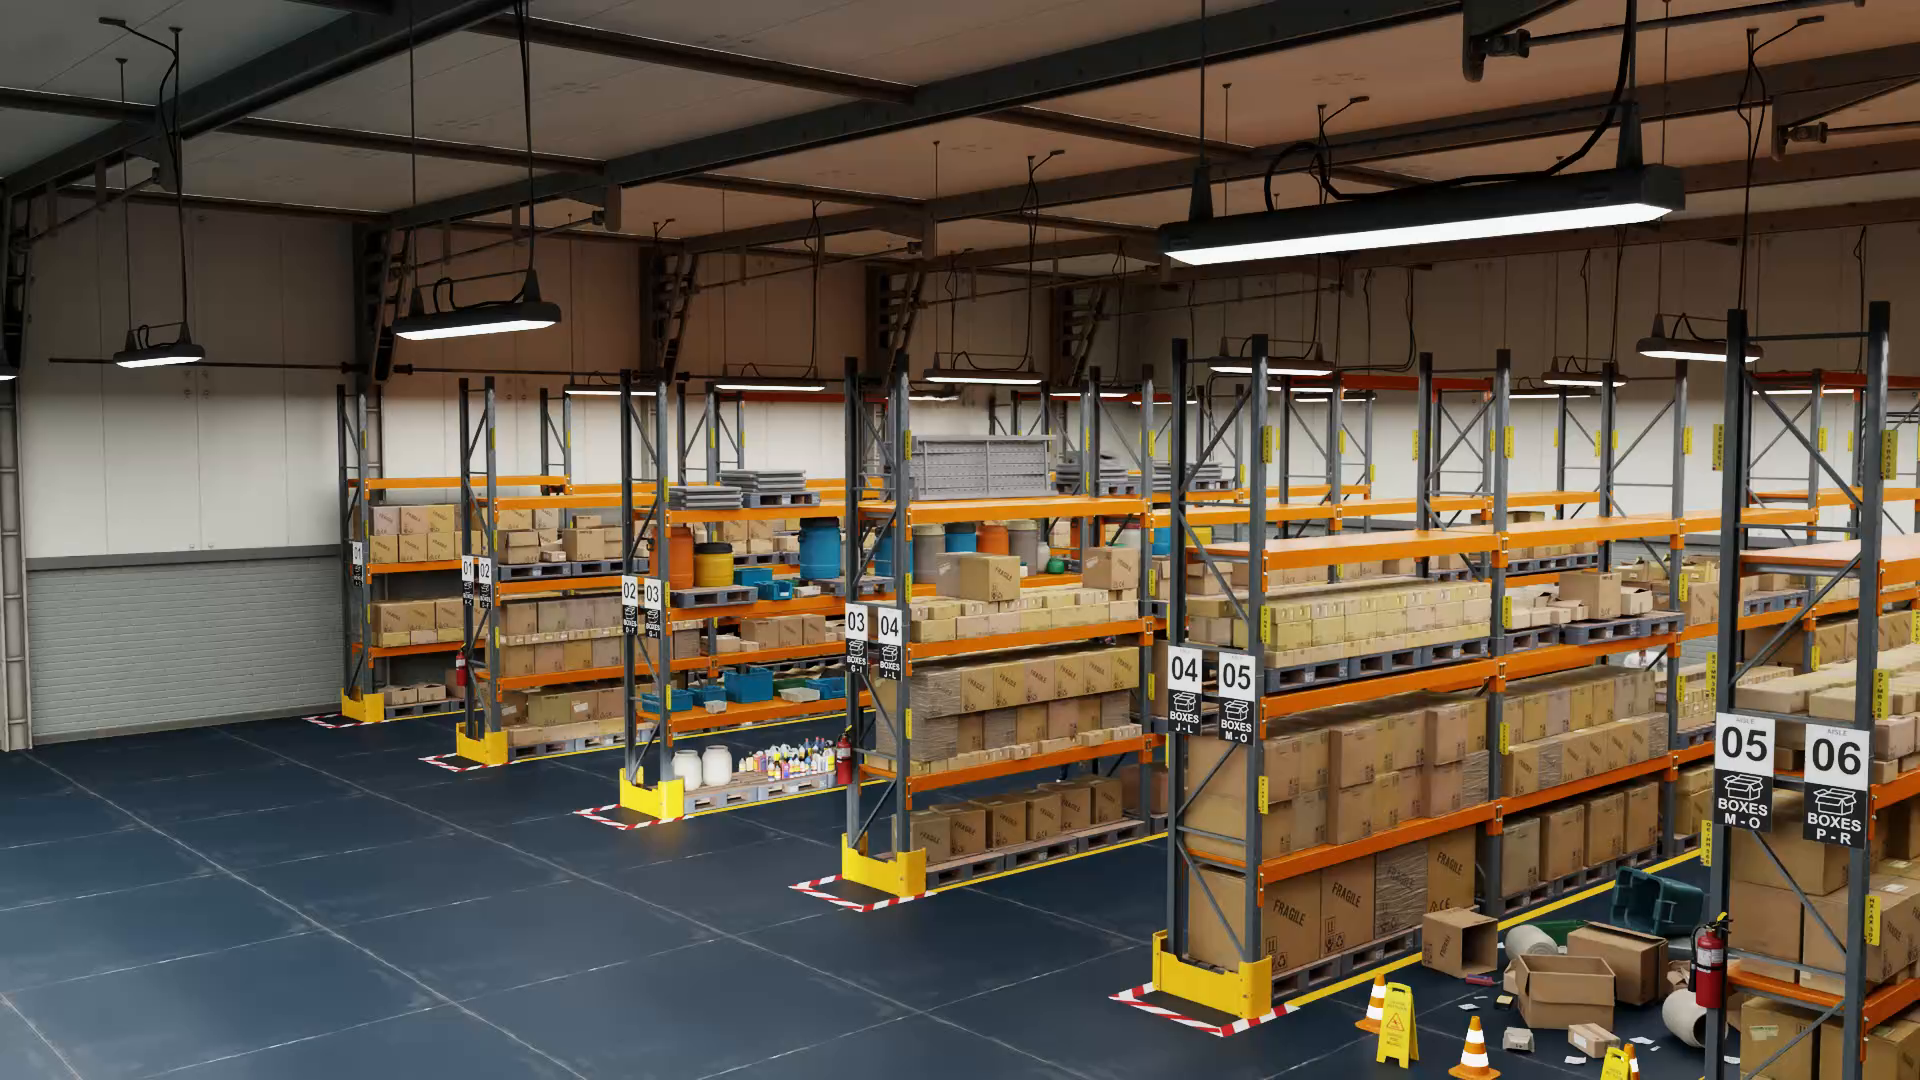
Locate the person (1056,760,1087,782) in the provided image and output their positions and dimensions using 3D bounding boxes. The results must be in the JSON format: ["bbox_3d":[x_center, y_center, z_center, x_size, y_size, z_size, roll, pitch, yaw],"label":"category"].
[{"bbox_3d":[1.647,2.800,24.294,0.566,1.582,0.743,4,5,43],"label":"person"}]

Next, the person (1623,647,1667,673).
[{"bbox_3d":[11.251,2.484,27.349,0.691,1.757,0.783,3,5,39],"label":"person"}]
